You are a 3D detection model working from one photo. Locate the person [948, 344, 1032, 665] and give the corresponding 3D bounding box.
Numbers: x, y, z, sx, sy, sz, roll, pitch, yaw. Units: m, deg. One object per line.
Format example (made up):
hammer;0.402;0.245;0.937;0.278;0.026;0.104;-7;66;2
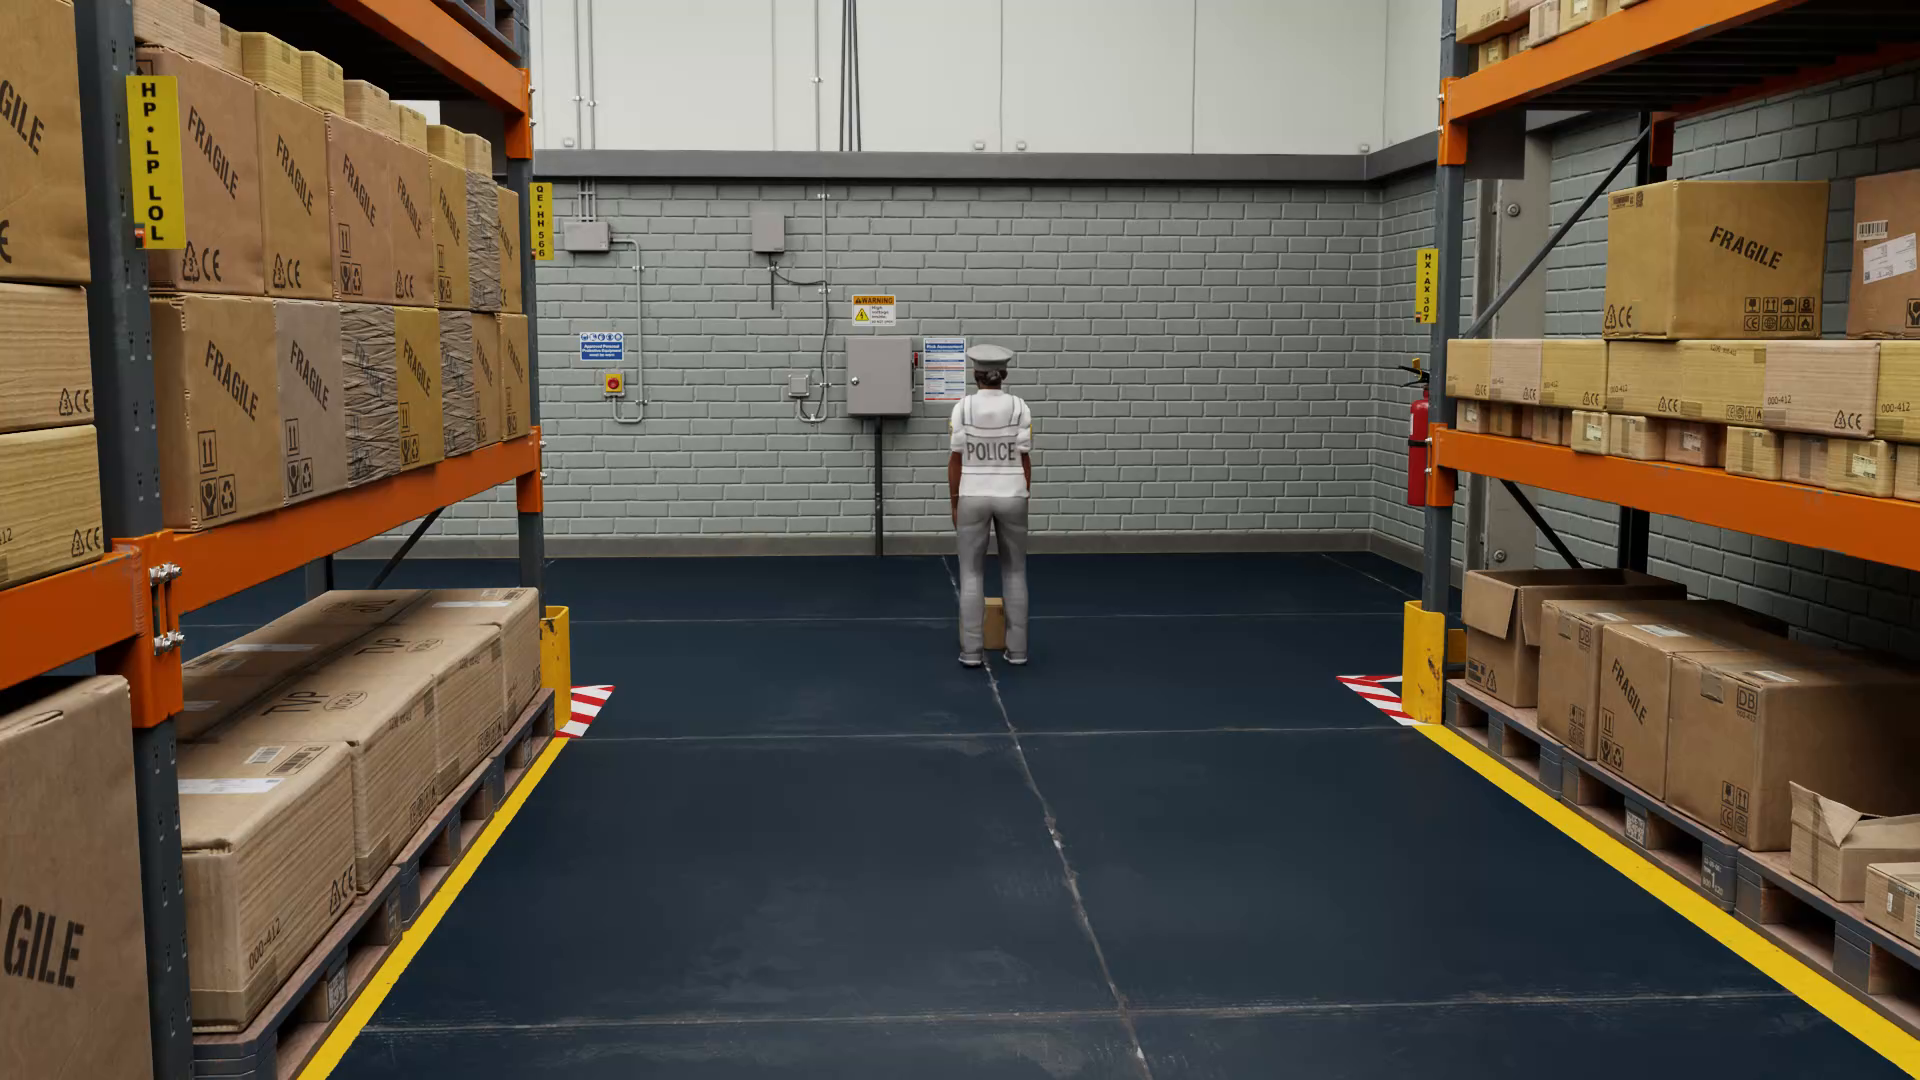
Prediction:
person;0.154;-0.180;8.697;0.435;1.675;0.341;0;7;-2
